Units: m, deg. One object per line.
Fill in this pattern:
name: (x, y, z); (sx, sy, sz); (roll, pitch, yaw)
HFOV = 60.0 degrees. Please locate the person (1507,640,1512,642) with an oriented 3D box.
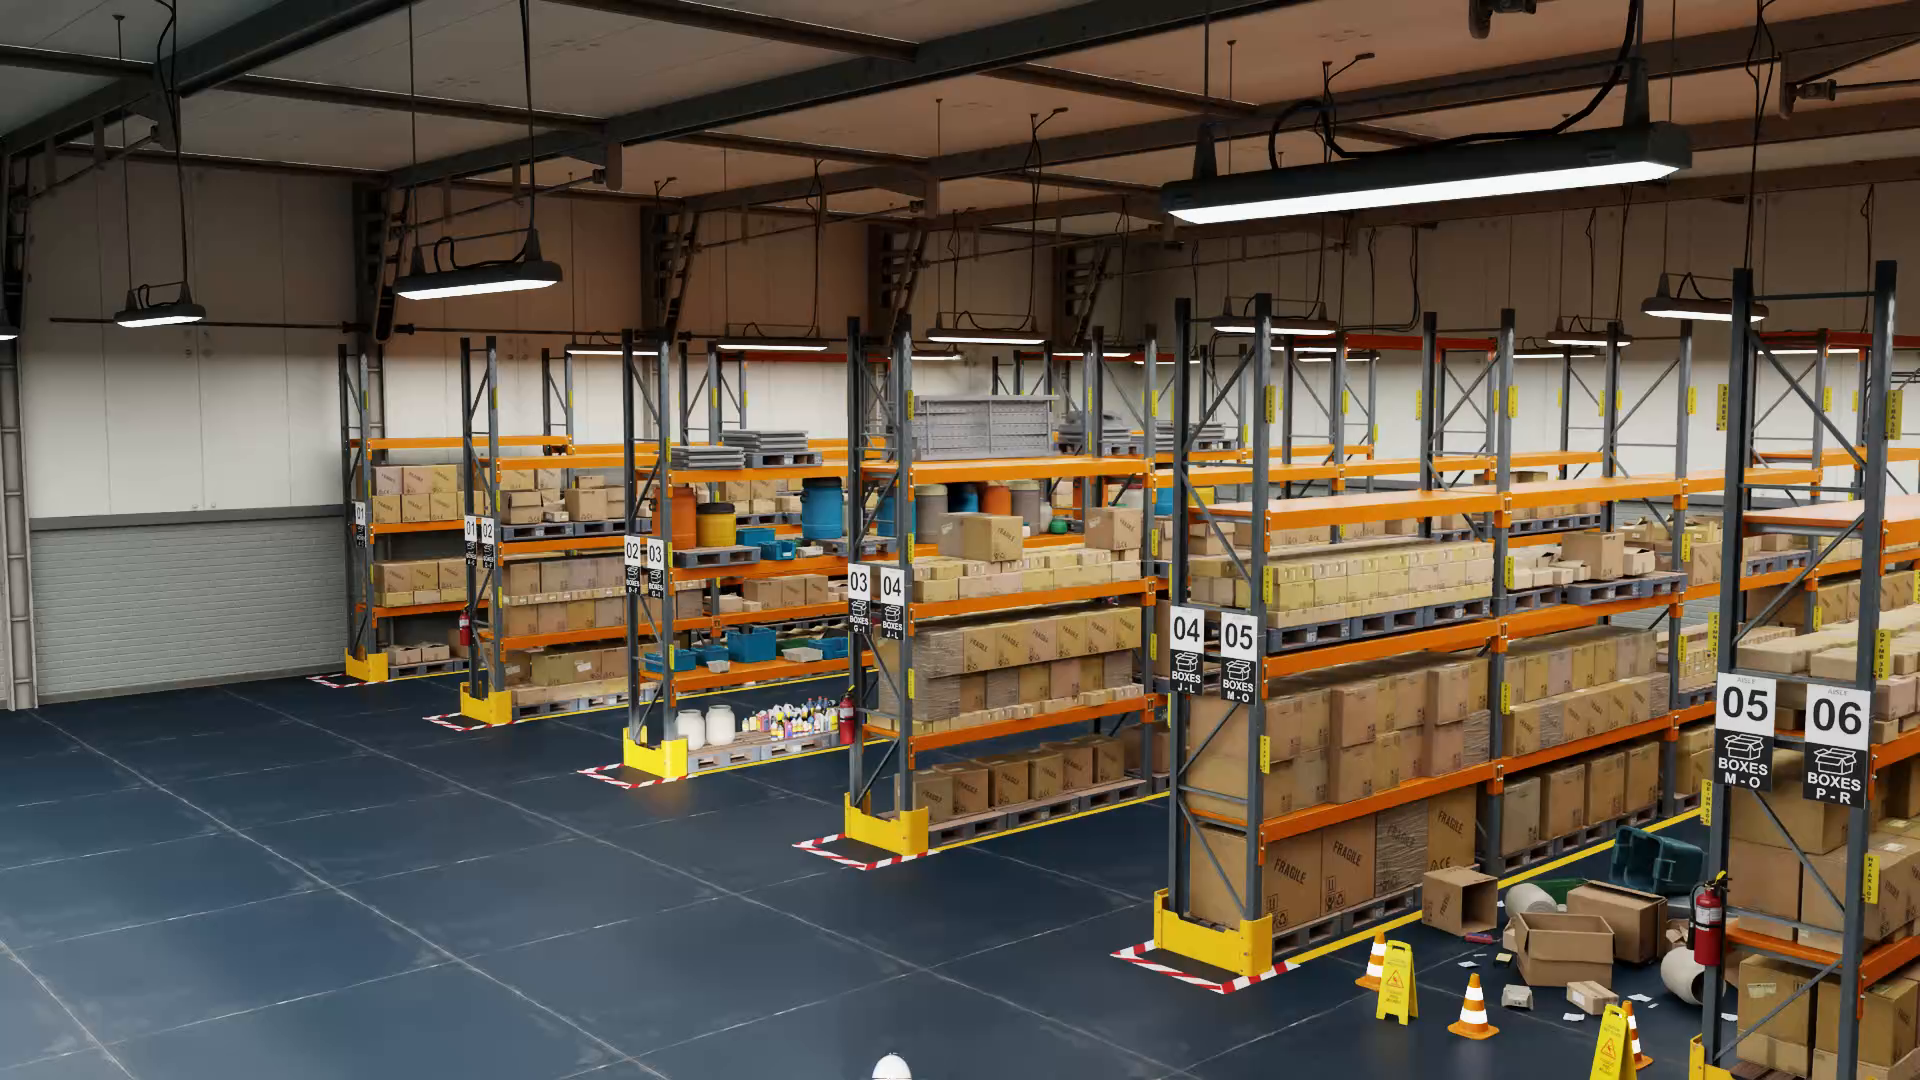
person: (7.421, 2.237, 22.580); (0.656, 1.758, 0.969); (4, 6, 37)

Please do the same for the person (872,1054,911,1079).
person: (-0.333, 3.532, 8.599); (0.691, 1.724, 0.586); (0, 5, 0)

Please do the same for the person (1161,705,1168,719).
person: (3.311, 1.811, 24.708); (0.611, 1.731, 0.876); (5, 7, 44)
